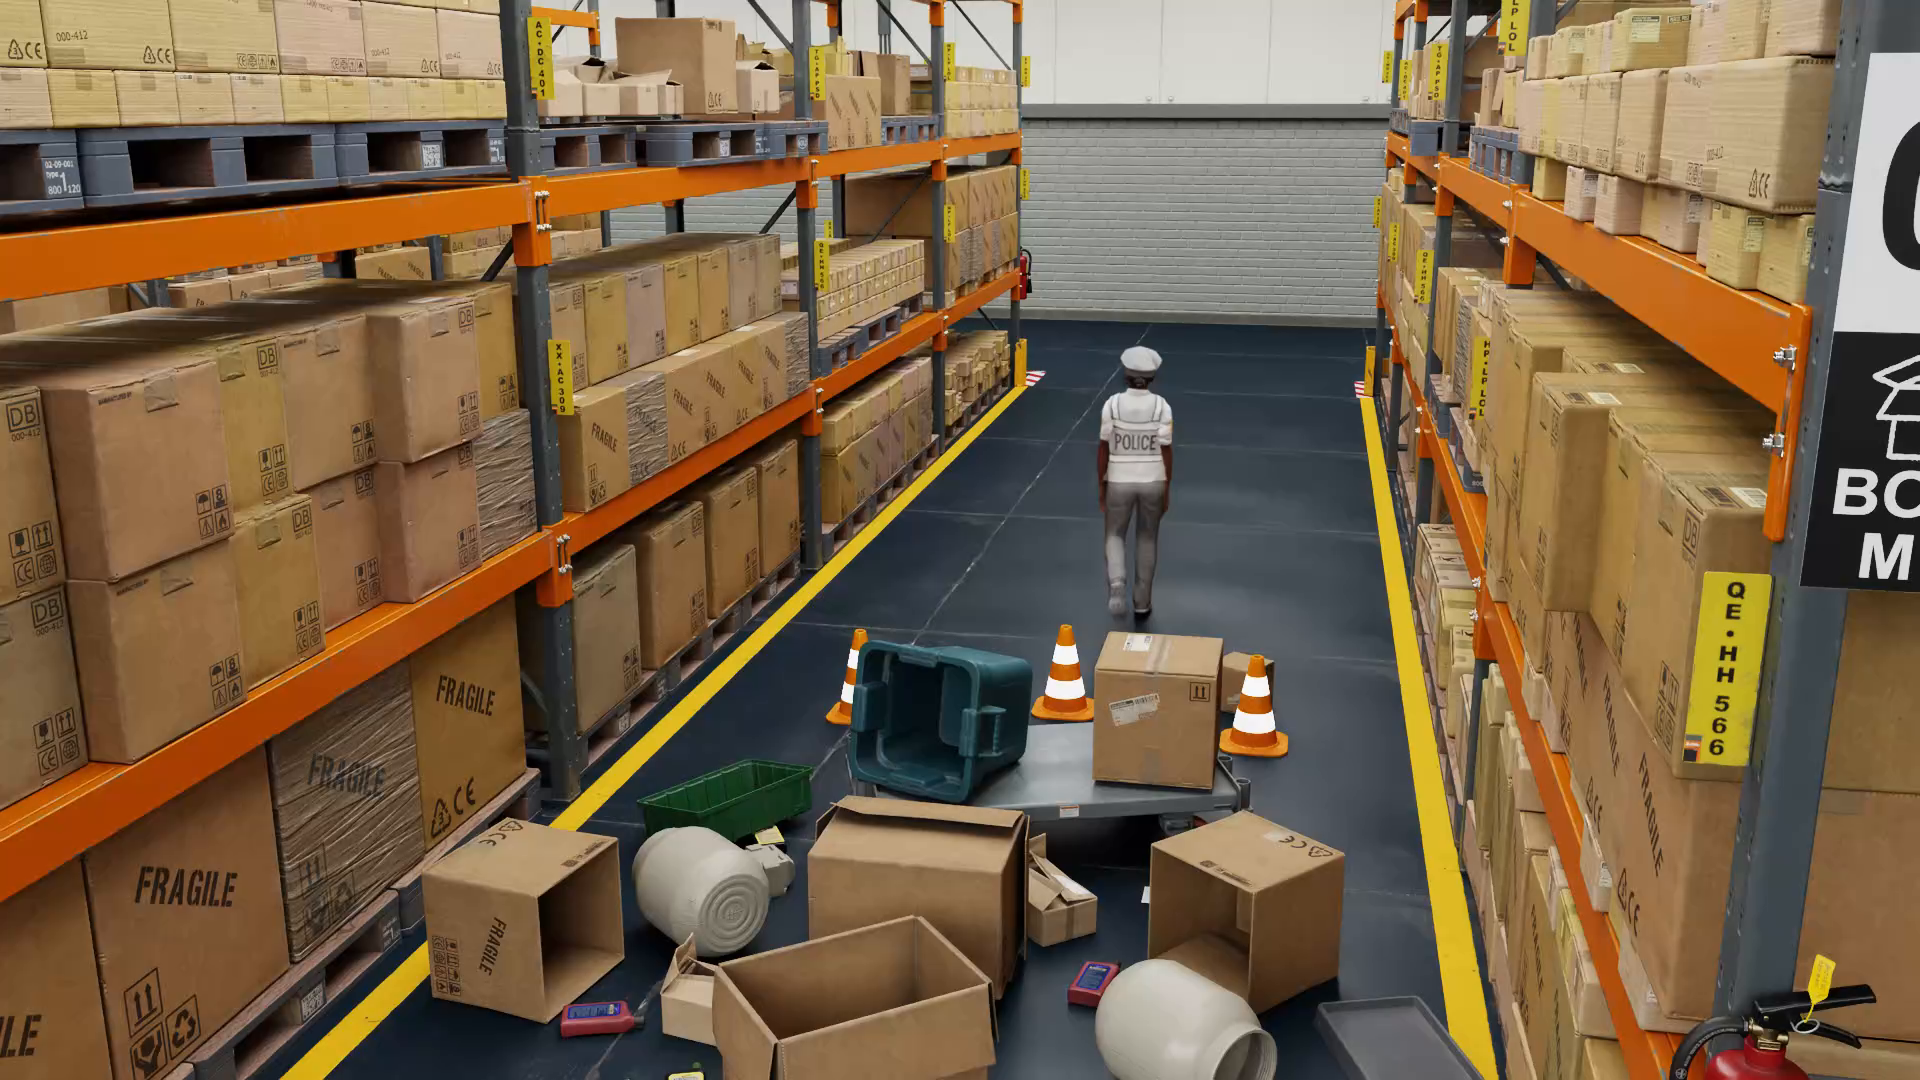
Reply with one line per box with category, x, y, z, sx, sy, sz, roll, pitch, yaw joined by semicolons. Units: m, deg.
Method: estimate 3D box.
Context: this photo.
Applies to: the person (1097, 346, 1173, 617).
person;1.062;-0.338;10.163;0.454;1.671;0.606;2;15;6
